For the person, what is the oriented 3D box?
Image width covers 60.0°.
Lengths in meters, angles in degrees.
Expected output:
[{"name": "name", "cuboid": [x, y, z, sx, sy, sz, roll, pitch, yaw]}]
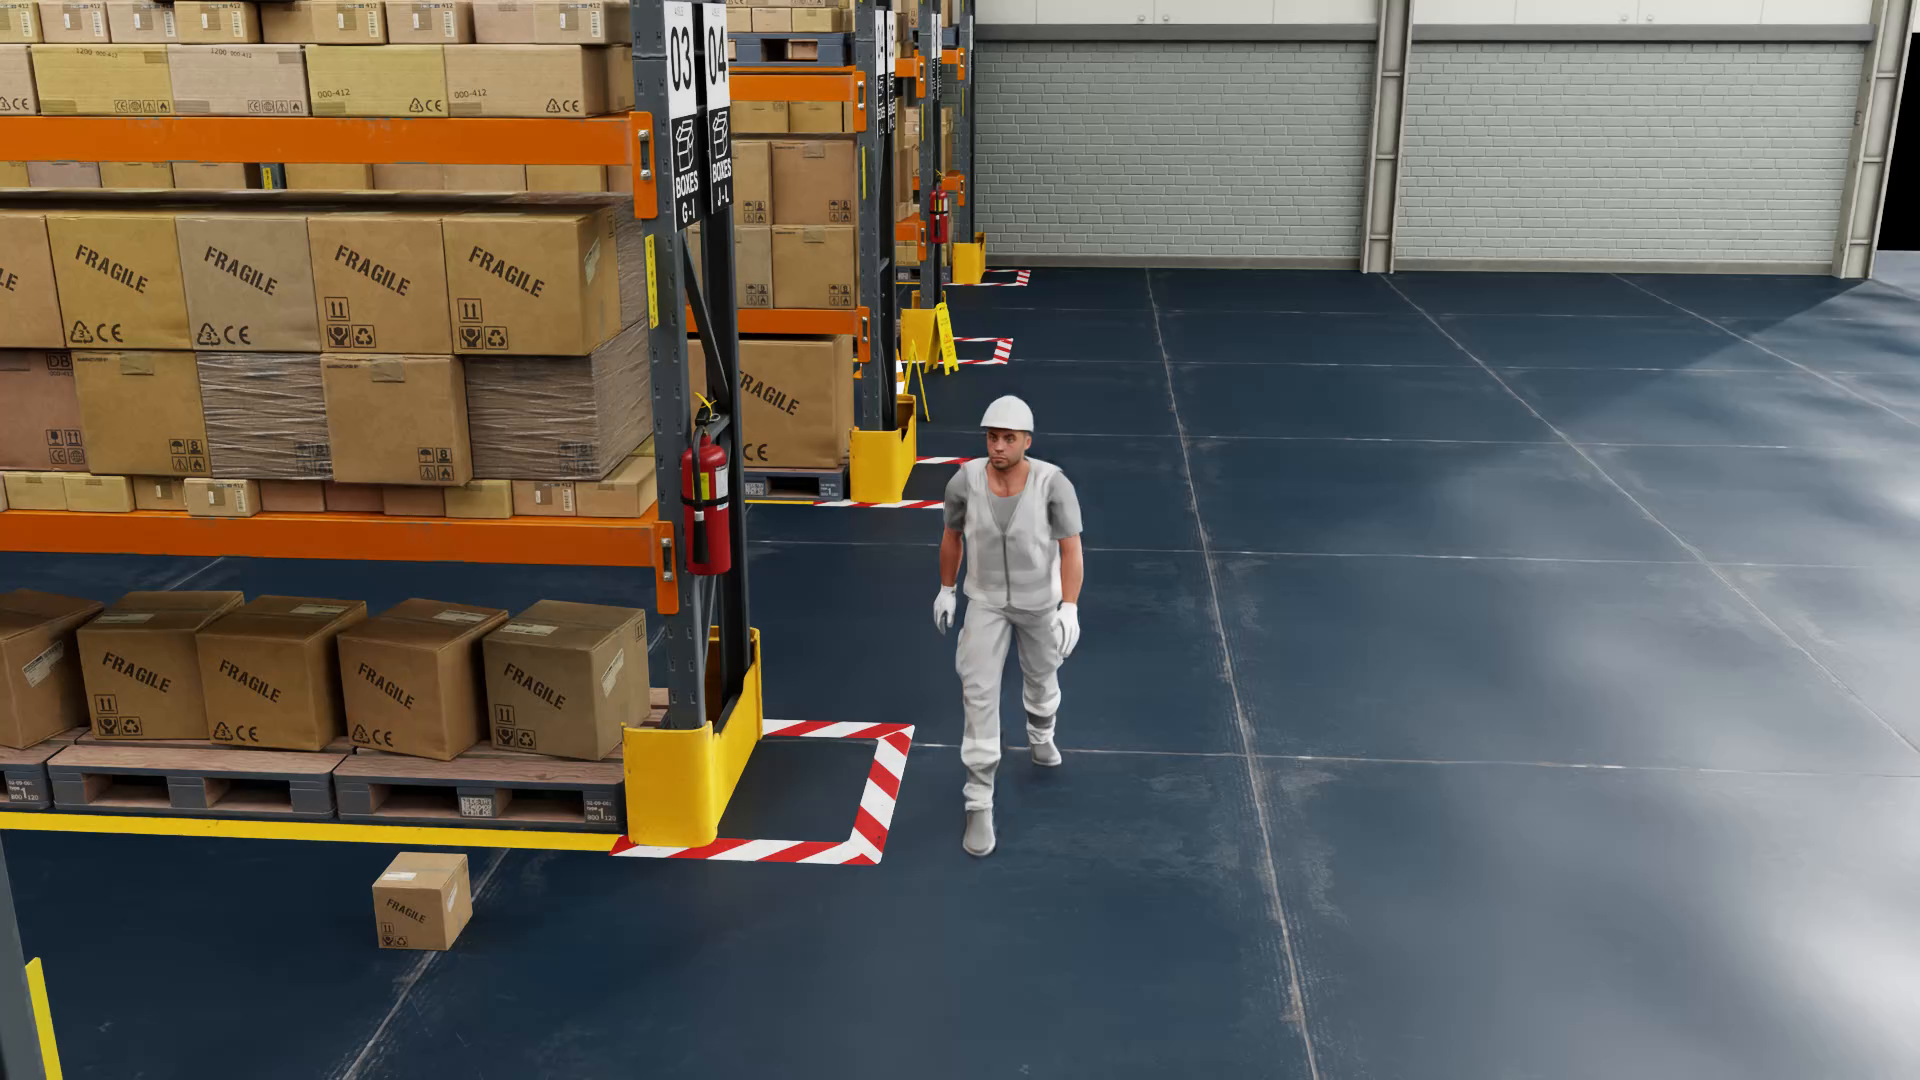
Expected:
[{"name": "person", "cuboid": [0.186, 0.262, 6.701, 0.623, 1.738, 1.029, 2, 17, 6]}]
